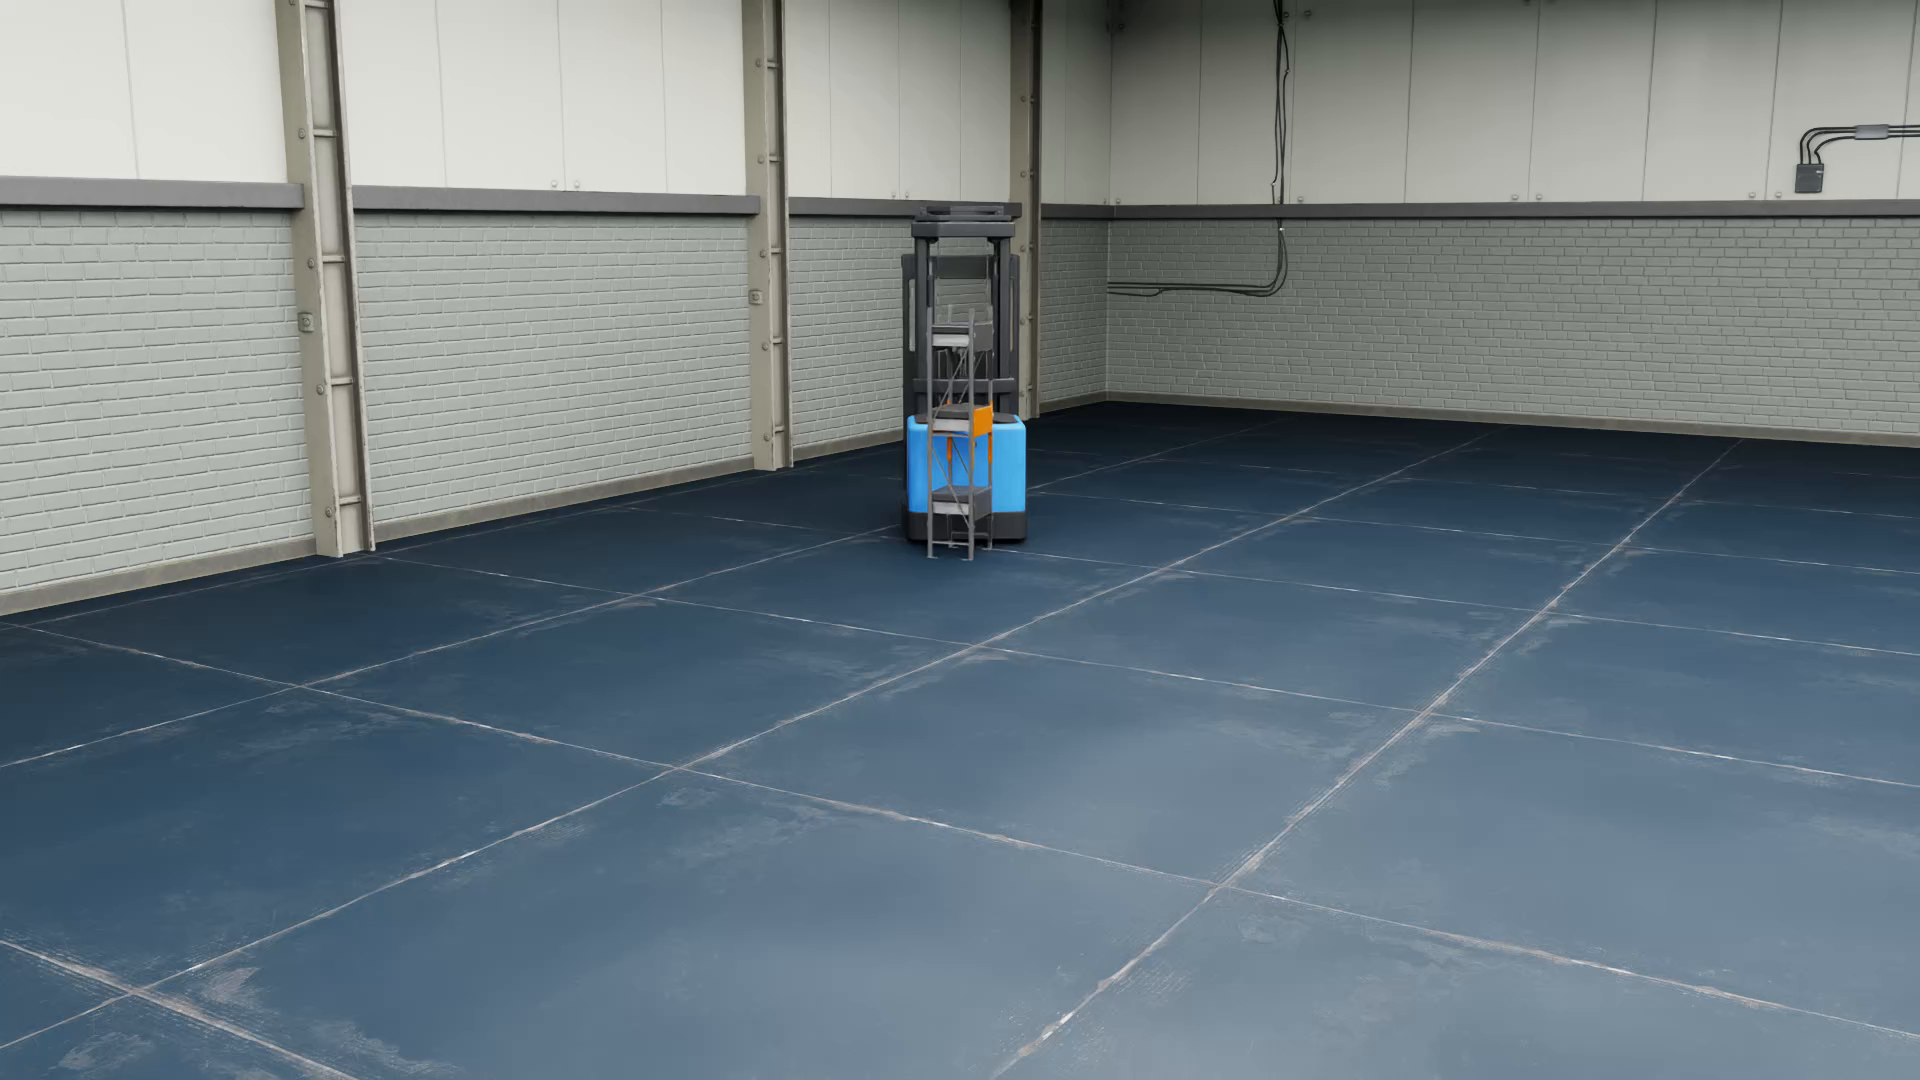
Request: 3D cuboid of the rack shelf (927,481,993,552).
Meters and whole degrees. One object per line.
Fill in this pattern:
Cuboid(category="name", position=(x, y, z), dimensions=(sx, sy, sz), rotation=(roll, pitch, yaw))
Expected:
Cuboid(category="rack shelf", position=(0.004, -0.205, 14.135), dimensions=(0.431, 0.518, 0.480), rotation=(4, 11, 20))

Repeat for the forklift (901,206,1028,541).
Cuboid(category="forklift", position=(-0.002, -1.653, 15.735), dimensions=(1.130, 2.935, 3.031), rotation=(0, 11, -3))

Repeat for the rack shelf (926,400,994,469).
Cuboid(category="rack shelf", position=(0.004, -0.893, 14.006), dimensions=(0.431, 0.518, 0.480), rotation=(4, 11, 20))

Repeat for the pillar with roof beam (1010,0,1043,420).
Cuboid(category="pillar with roof beam", position=(4.616, -5.797, 21.377), dimensions=(9.100, 9.000, 0.400), rotation=(6, 12, 31))

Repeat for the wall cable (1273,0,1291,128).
Cuboid(category="wall cable", position=(5.908, -7.243, 23.815), dimensions=(3.097, 2.526, 0.112), rotation=(6, 12, 31))

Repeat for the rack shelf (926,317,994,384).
Cuboid(category="rack shelf", position=(0.004, -1.581, 13.877), dimensions=(0.431, 0.518, 0.480), rotation=(4, 11, 20))

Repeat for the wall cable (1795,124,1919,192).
Cuboid(category="wall cable", position=(11.702, -7.307, 20.204), dimensions=(2.305, 6.003, 0.169), rotation=(6, 12, 31))

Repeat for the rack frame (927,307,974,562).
Cuboid(category="rack frame", position=(-0.079, -0.864, 13.778), dimensions=(0.400, 2.100, 0.015), rotation=(4, 11, 20))

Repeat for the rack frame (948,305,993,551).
Cuboid(category="rack frame", position=(0.087, -0.949, 14.229), dimensions=(0.400, 2.100, 0.015), rotation=(4, 11, 20))

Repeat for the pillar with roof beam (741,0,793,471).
Cuboid(category="pillar with roof beam", position=(1.501, -4.853, 16.337), dimensions=(9.100, 9.000, 0.400), rotation=(6, 12, 31))

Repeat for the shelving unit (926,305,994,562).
Cuboid(category="shelving unit", position=(0.004, -0.906, 14.004), dimensions=(0.431, 2.100, 0.503), rotation=(4, 11, 20))

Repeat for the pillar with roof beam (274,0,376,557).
Cuboid(category="pillar with roof beam", position=(-1.614, -3.909, 11.297), dimensions=(9.100, 9.000, 0.400), rotation=(6, 12, 31))

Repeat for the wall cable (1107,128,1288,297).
Cuboid(category="wall cable", position=(3.596, -5.019, 25.660), dimensions=(3.097, 2.526, 0.112), rotation=(6, 12, 31))
